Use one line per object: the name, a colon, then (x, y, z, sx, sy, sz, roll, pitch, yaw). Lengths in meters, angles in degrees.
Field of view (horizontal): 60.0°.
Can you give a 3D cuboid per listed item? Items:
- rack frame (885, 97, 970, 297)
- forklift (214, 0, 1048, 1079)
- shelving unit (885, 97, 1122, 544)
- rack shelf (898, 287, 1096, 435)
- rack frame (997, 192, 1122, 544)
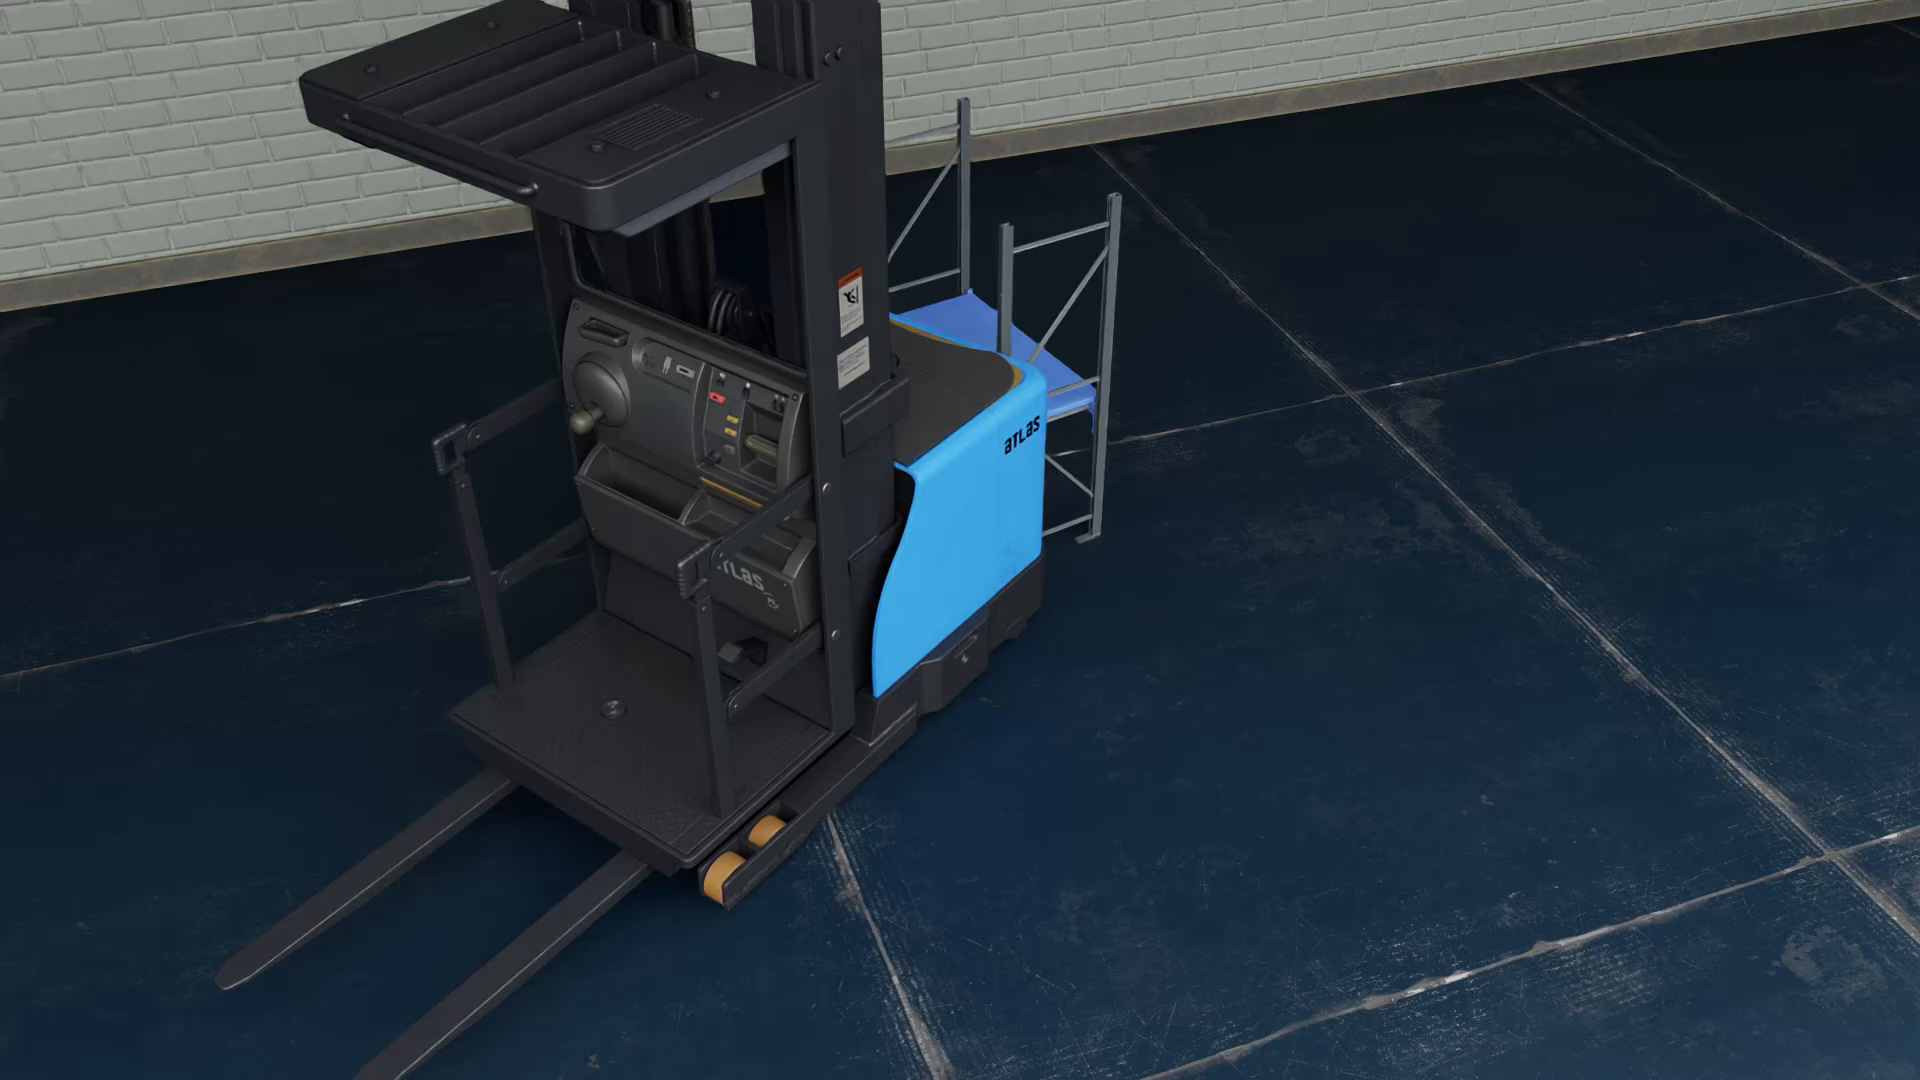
rack frame: (-0.180, -1.070, 6.924, 0.500, 1.500, 0.032, -20, 41, -25)
forklift: (-0.957, -0.358, 4.789, 1.130, 2.935, 3.031, 24, 43, 28)
shelving unit: (0.086, -0.809, 6.578, 0.538, 1.500, 1.048, -20, 41, -25)
rack shelf: (0.086, -0.666, 6.686, 0.538, 0.185, 1.000, -20, 41, -25)
rack frame: (0.352, -0.549, 6.232, 0.500, 1.500, 0.032, -20, 41, -25)
